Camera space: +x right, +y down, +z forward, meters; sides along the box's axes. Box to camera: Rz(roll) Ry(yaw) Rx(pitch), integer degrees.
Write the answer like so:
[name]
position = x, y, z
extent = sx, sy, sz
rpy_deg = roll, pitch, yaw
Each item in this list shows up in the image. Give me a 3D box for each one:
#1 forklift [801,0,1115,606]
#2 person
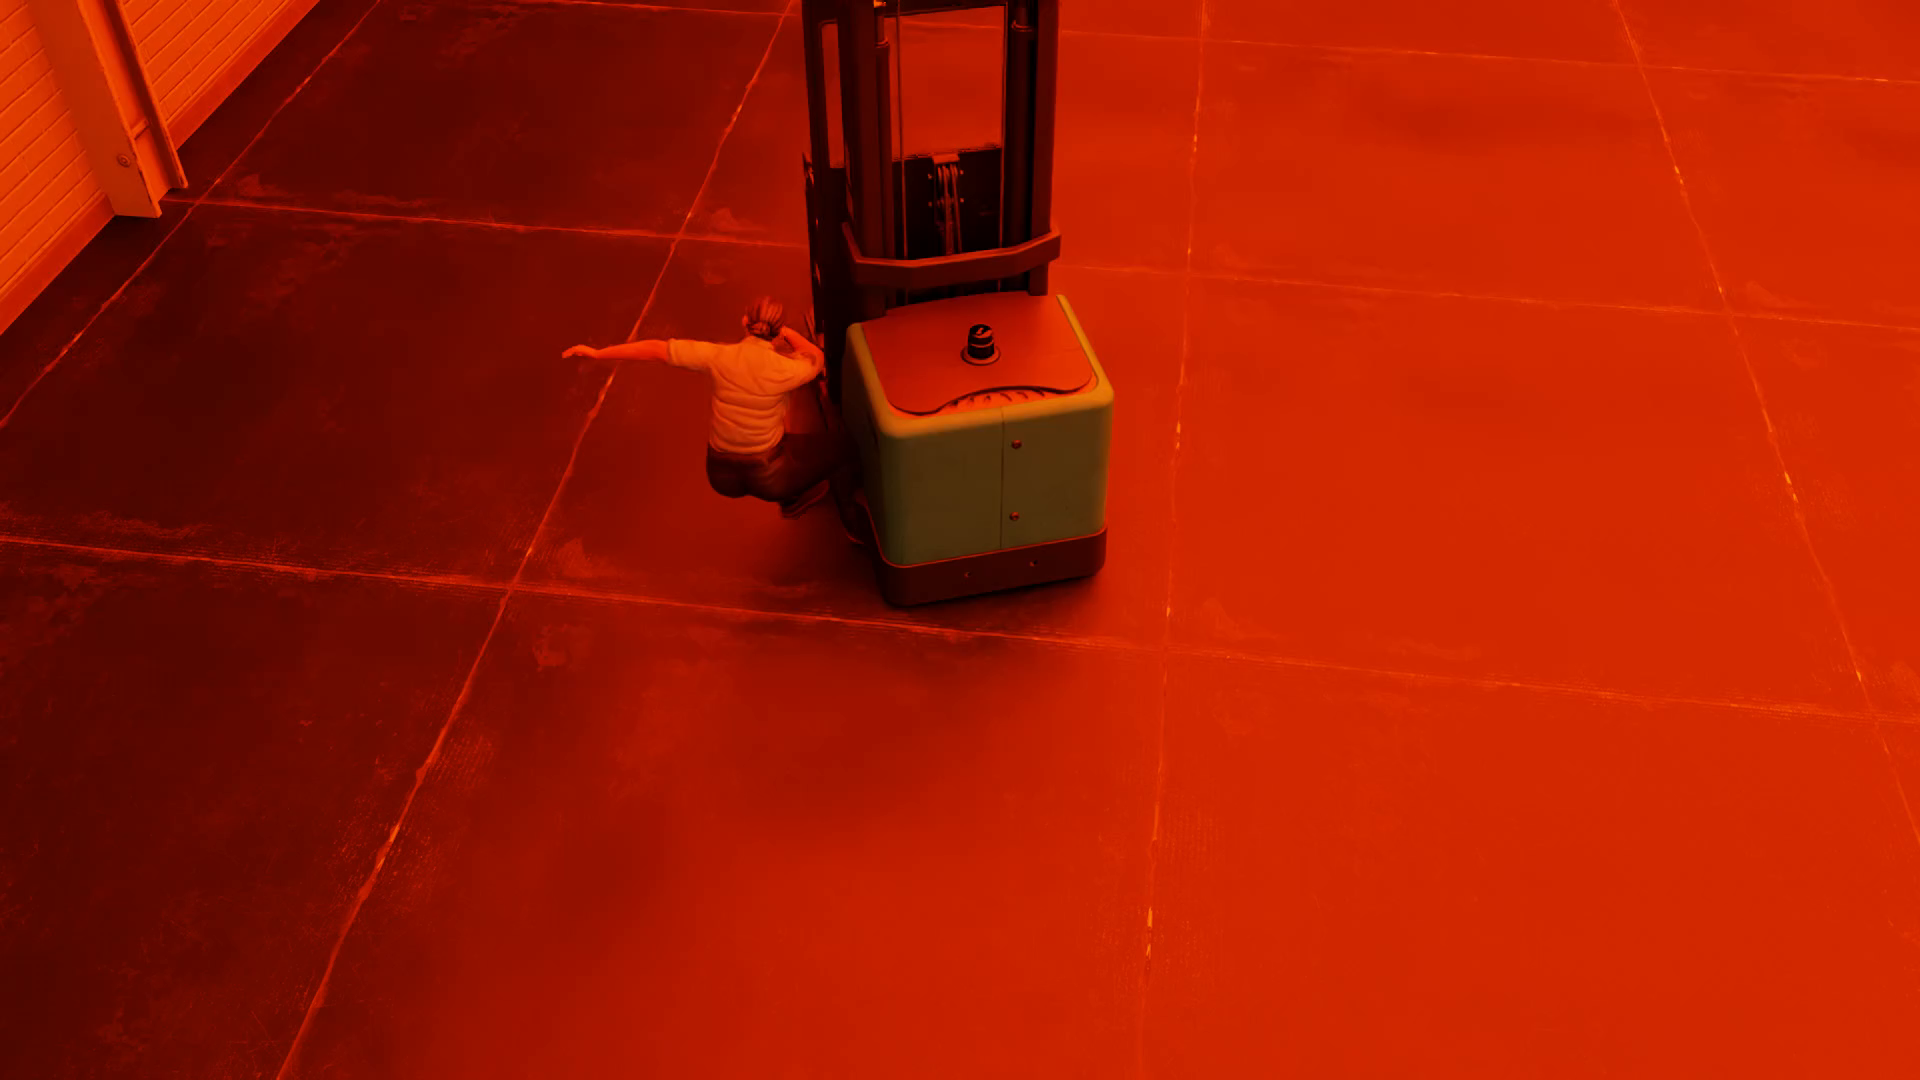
[forklift]
position = -0.177, -1.795, 7.678
extent = 1.130, 2.935, 3.031
rpy_deg = -9, 43, -10
[person]
position = -0.995, -0.501, 7.493
extent = 1.331, 1.332, 0.684
rpy_deg = 9, 43, 10
